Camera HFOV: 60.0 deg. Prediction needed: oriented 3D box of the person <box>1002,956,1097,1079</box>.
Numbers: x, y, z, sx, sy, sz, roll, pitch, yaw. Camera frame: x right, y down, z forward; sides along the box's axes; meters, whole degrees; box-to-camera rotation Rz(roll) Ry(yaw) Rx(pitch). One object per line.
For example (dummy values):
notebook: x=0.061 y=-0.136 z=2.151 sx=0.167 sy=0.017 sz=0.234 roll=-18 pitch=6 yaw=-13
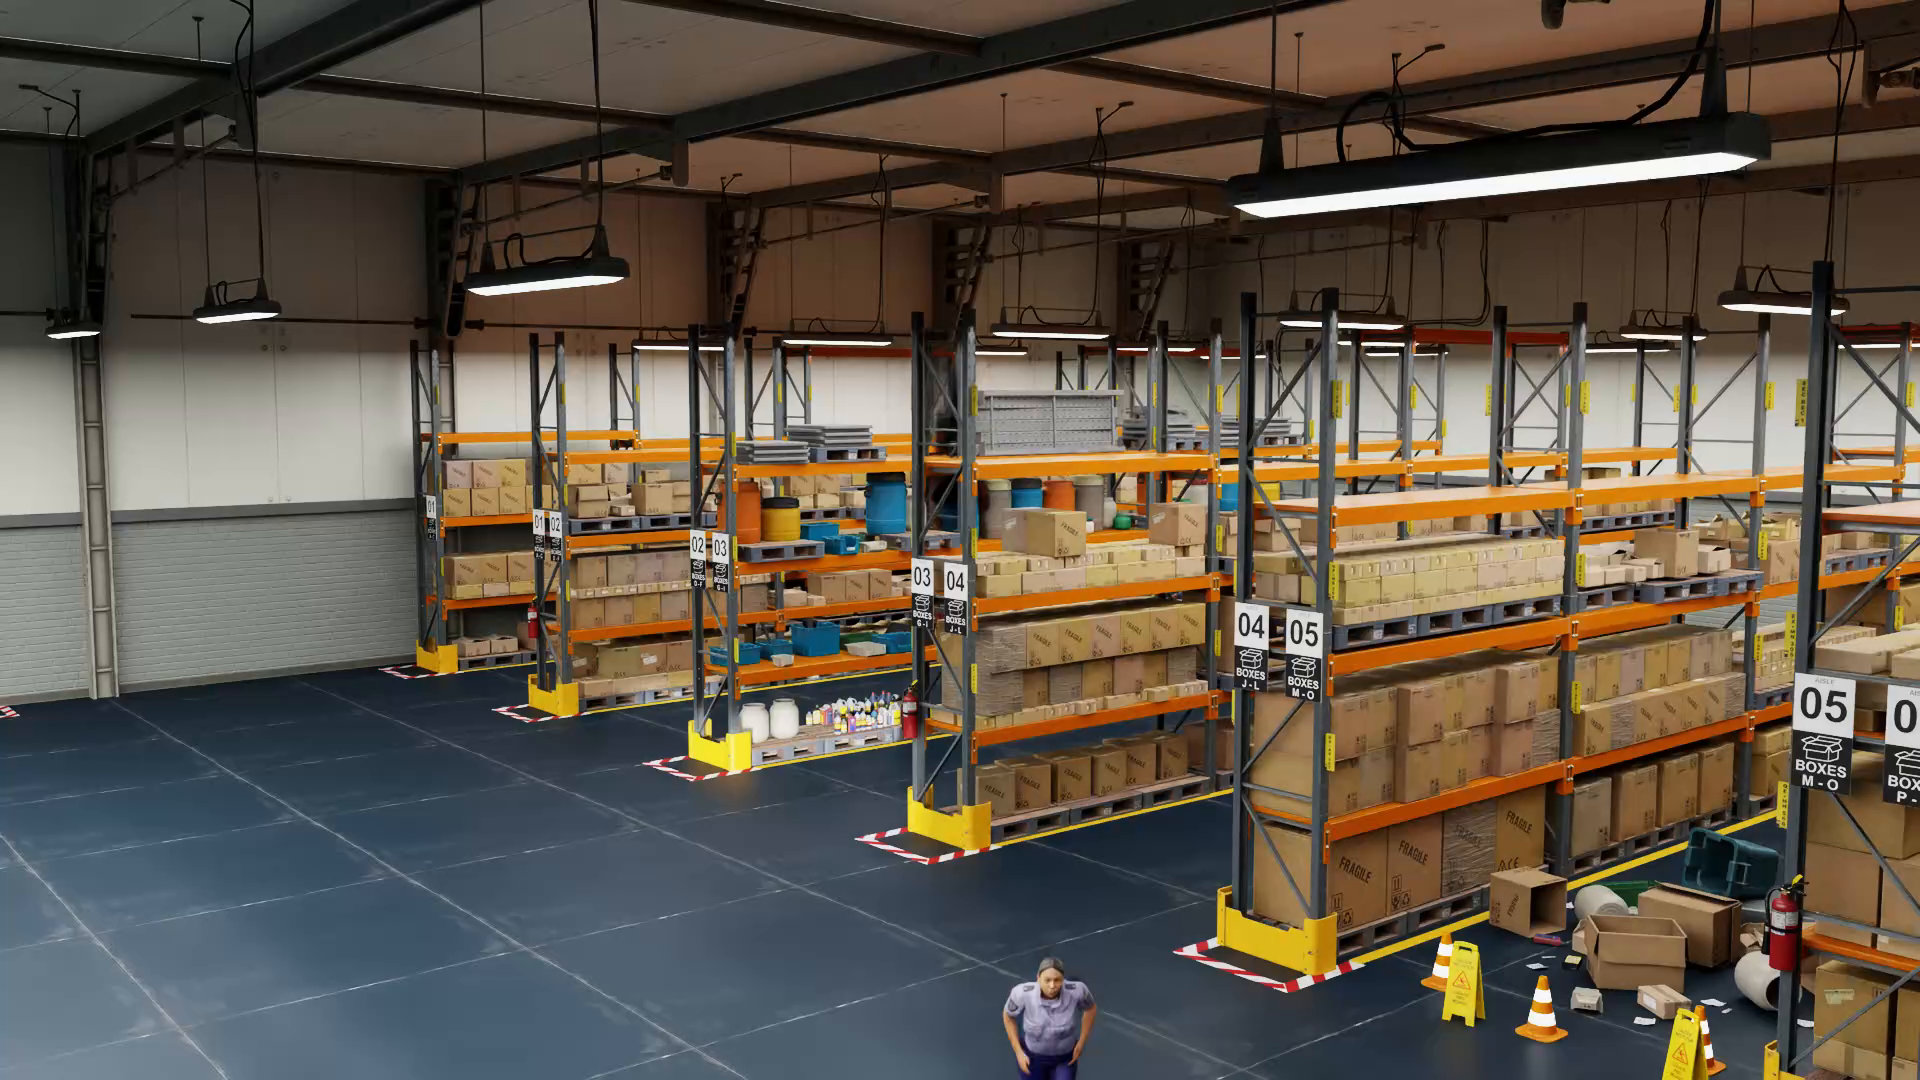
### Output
person: x=0.573 y=3.409 z=10.896 sx=0.615 sy=1.594 sz=0.895 roll=0 pitch=5 yaw=-5

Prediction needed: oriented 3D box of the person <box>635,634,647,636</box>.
person: x=-5.589 y=1.598 z=29.151 sx=0.908 sy=1.820 sz=0.640 roll=-5 pitch=7 yaw=-41
